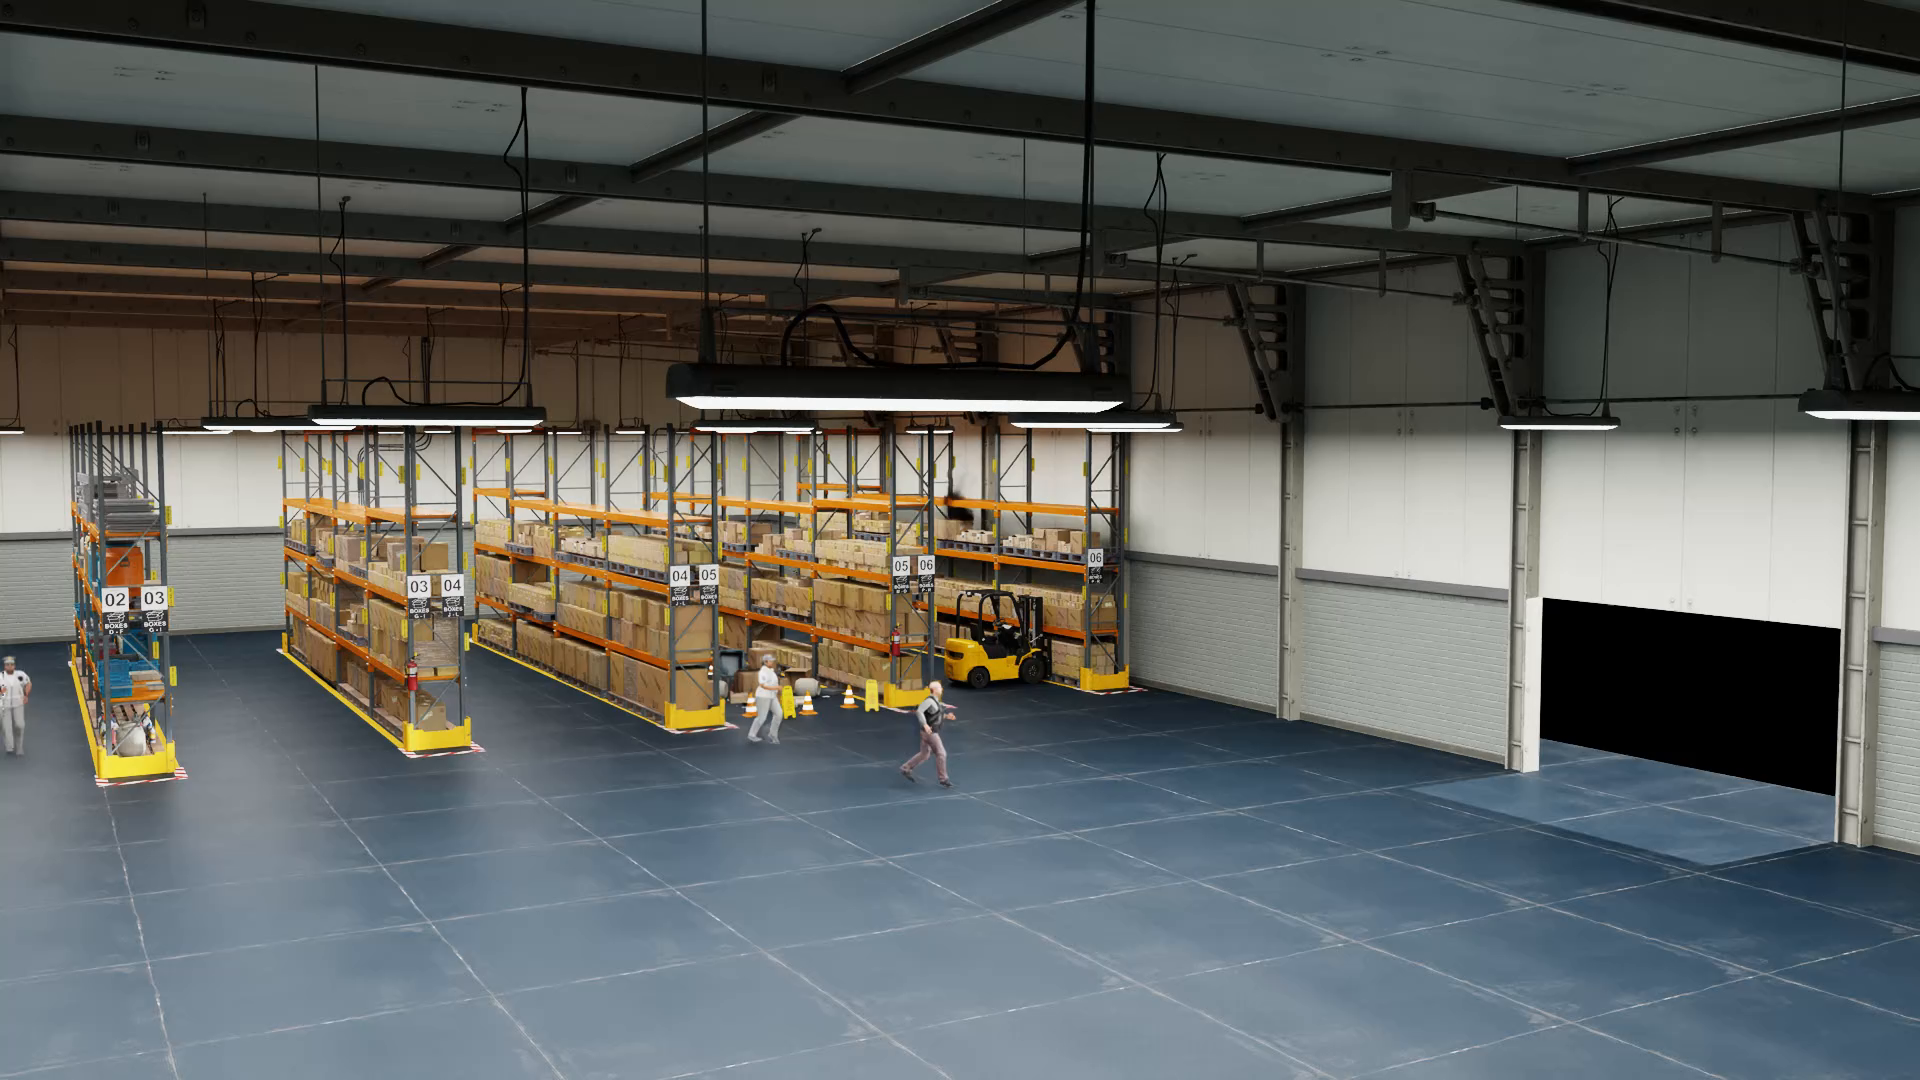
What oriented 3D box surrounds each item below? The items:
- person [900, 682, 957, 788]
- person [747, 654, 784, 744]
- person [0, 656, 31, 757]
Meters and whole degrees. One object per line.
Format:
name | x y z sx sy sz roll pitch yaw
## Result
person | -0.517 3.178 27.221 0.953 1.733 0.617 0 4 1
person | -3.603 2.995 31.040 0.736 1.741 0.623 1 4 19
person | -17.035 3.000 29.875 0.640 1.836 0.727 -2 4 -32
